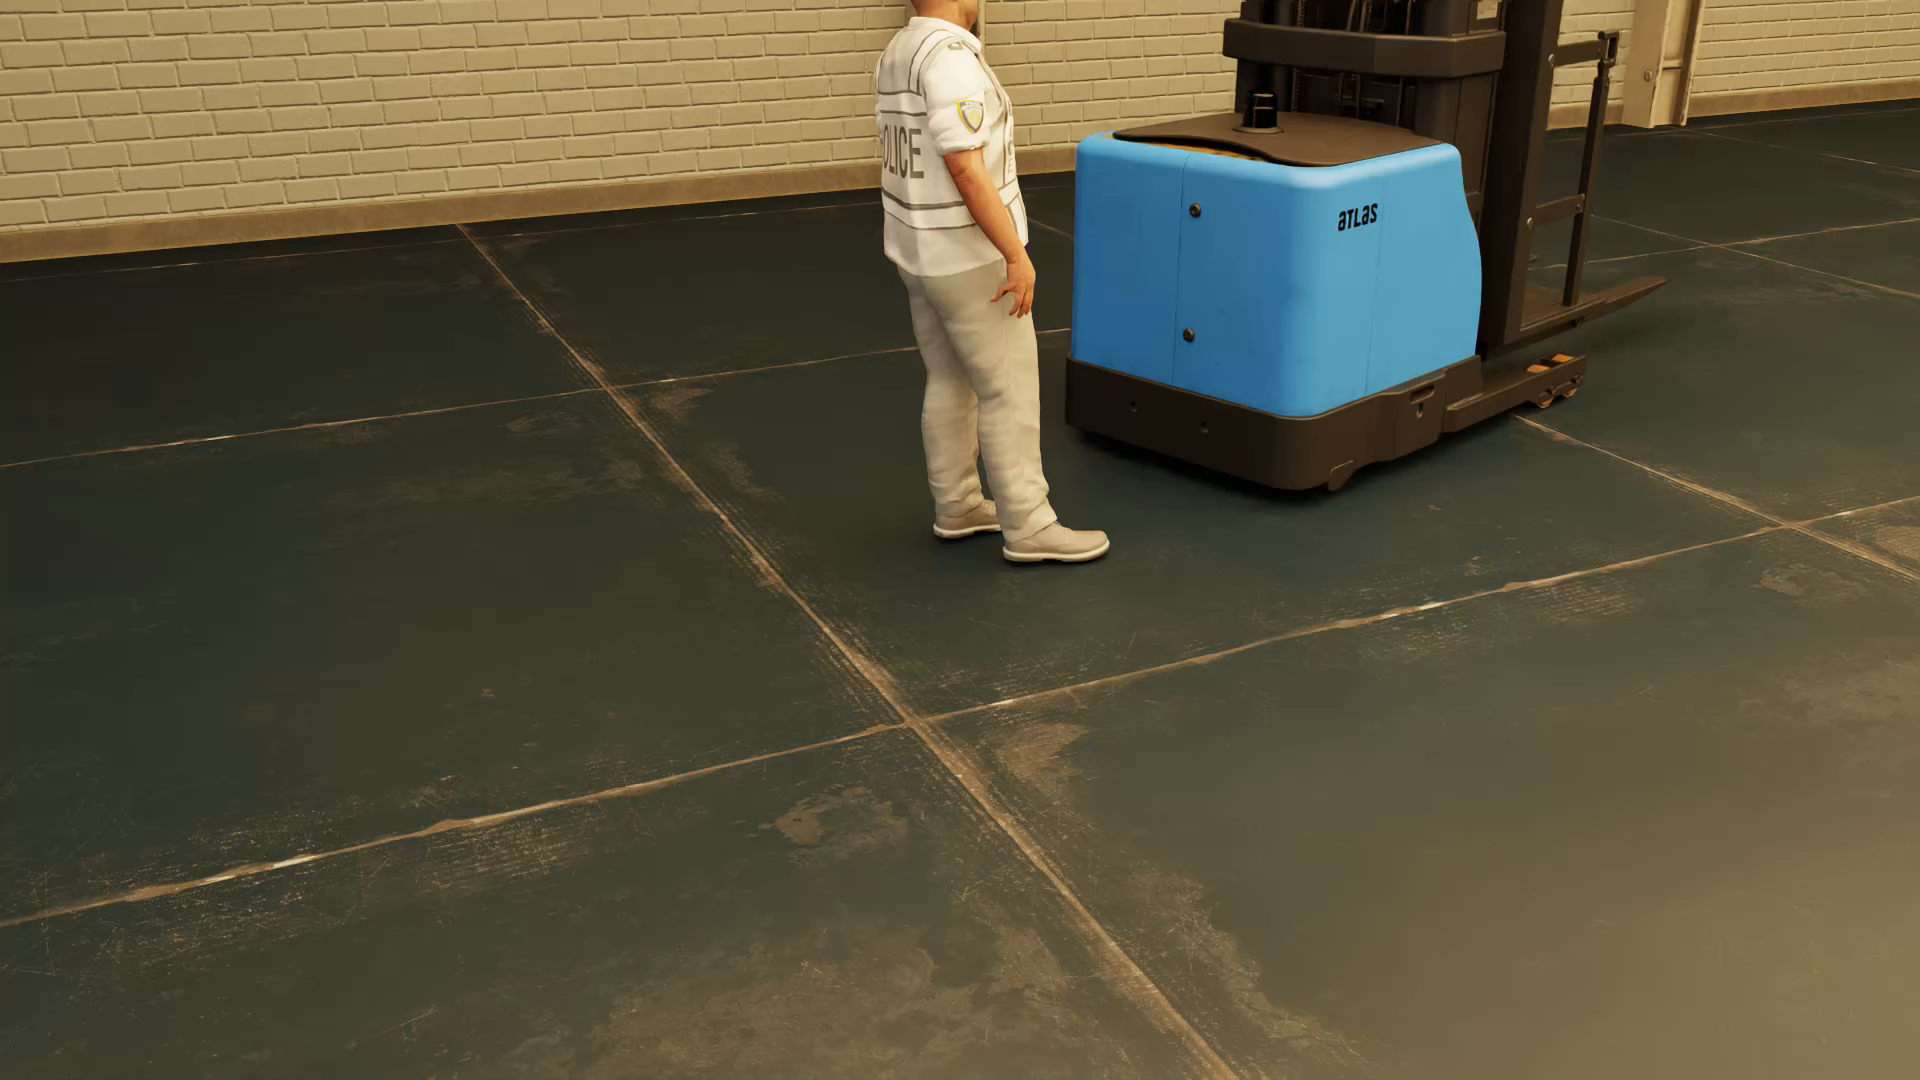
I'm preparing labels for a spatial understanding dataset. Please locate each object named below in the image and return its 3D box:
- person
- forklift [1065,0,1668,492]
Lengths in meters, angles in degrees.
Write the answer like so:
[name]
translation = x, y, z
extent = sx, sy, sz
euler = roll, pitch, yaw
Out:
[person]
translation = 0.075, -0.838, 4.782
extent = 0.575, 1.781, 0.640
euler = -10, 25, -23
[forklift]
translation = 1.782, -1.978, 6.046
extent = 3.031, 2.935, 1.130
euler = -21, 30, -40
